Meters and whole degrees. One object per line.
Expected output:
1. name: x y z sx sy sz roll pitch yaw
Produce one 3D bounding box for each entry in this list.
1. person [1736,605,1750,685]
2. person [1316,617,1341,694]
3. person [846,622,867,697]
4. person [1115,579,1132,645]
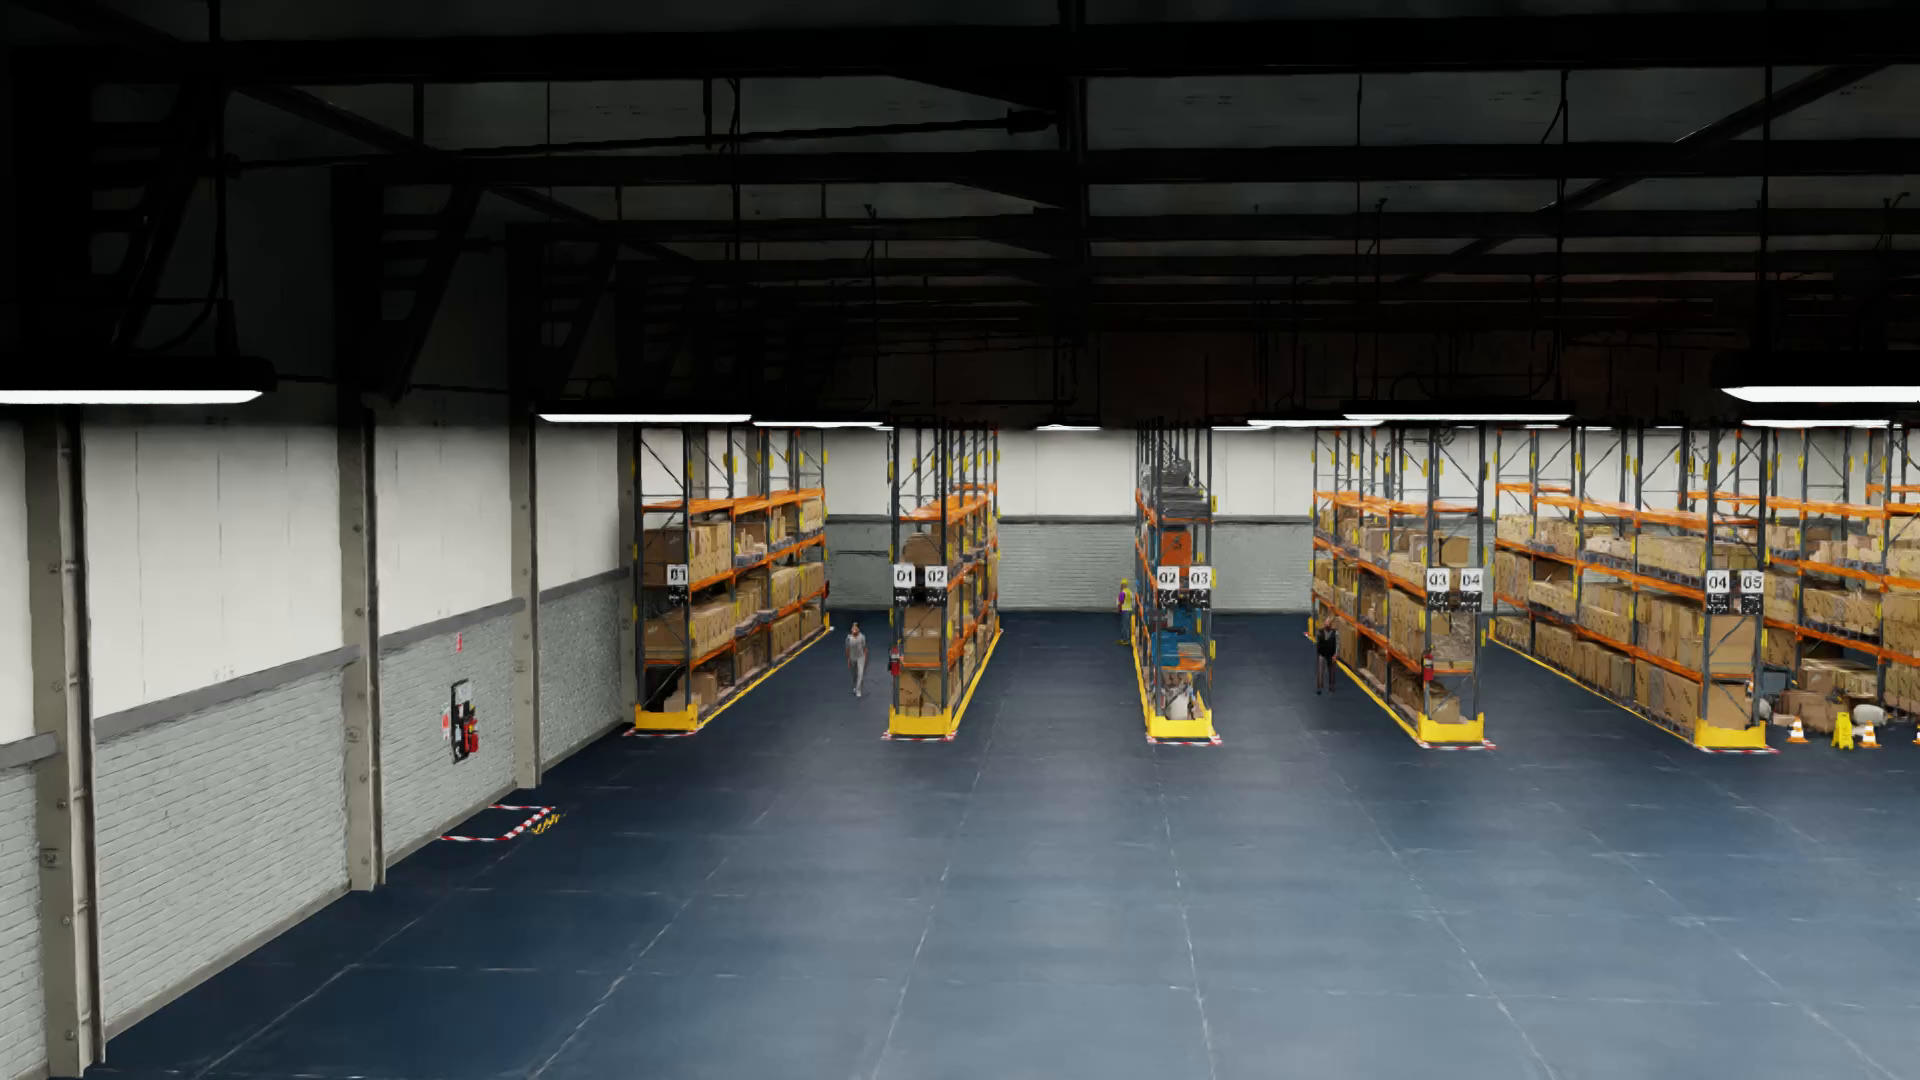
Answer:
1. person: 17.608 2.362 37.592 0.576 1.785 0.658 2 4 31
2. person: 8.029 2.513 36.286 0.539 1.663 1.033 1 4 14
3. person: -2.259 2.559 36.022 0.446 1.590 1.110 0 4 7
4. person: 4.393 1.912 44.663 0.591 1.763 0.685 2 4 26
